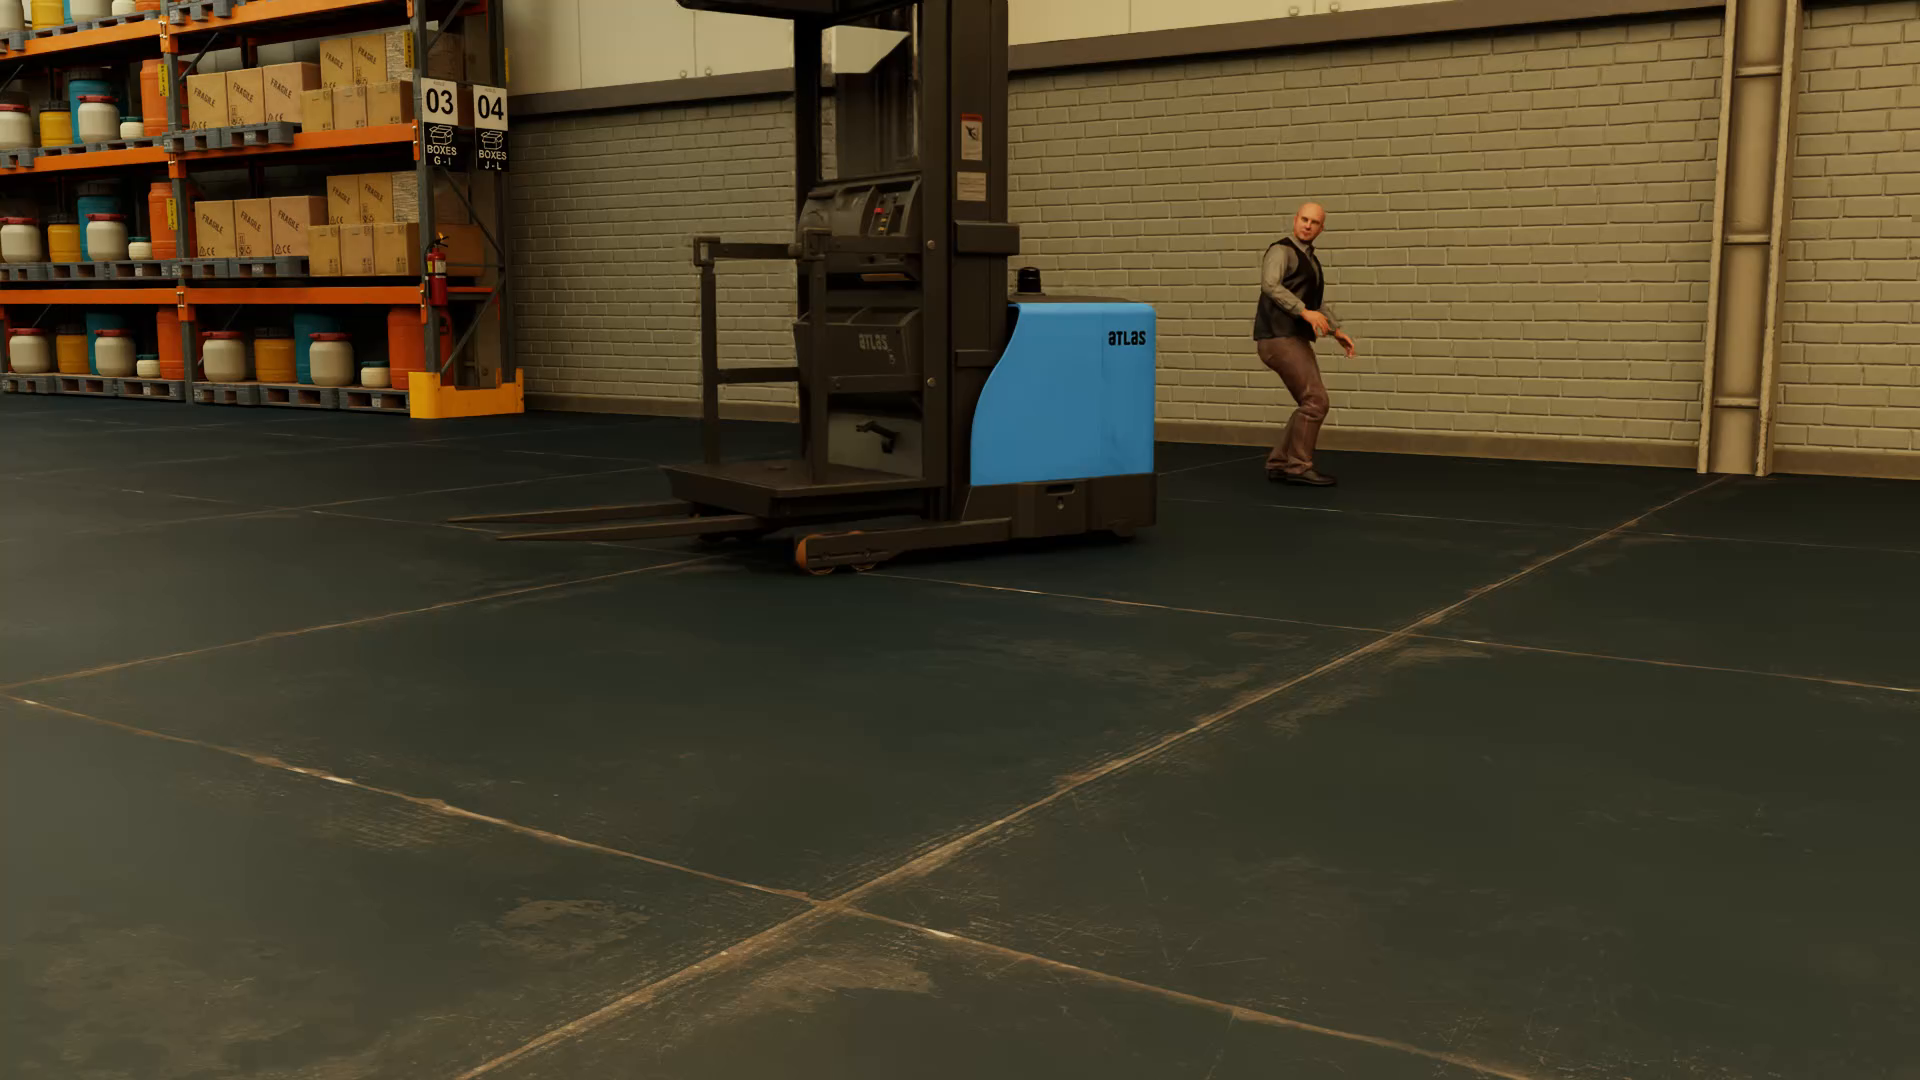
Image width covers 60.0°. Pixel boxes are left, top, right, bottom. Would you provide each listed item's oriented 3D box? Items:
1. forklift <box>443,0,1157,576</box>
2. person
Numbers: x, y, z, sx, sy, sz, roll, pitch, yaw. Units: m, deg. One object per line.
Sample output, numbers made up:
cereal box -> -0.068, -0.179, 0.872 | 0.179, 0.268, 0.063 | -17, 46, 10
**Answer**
forklift -> -0.611, -1.394, 6.992 | 3.031, 2.935, 1.130 | -5, 10, -33
person -> 2.048, -1.163, 9.937 | 0.524, 1.676, 0.753 | 4, 9, 25
